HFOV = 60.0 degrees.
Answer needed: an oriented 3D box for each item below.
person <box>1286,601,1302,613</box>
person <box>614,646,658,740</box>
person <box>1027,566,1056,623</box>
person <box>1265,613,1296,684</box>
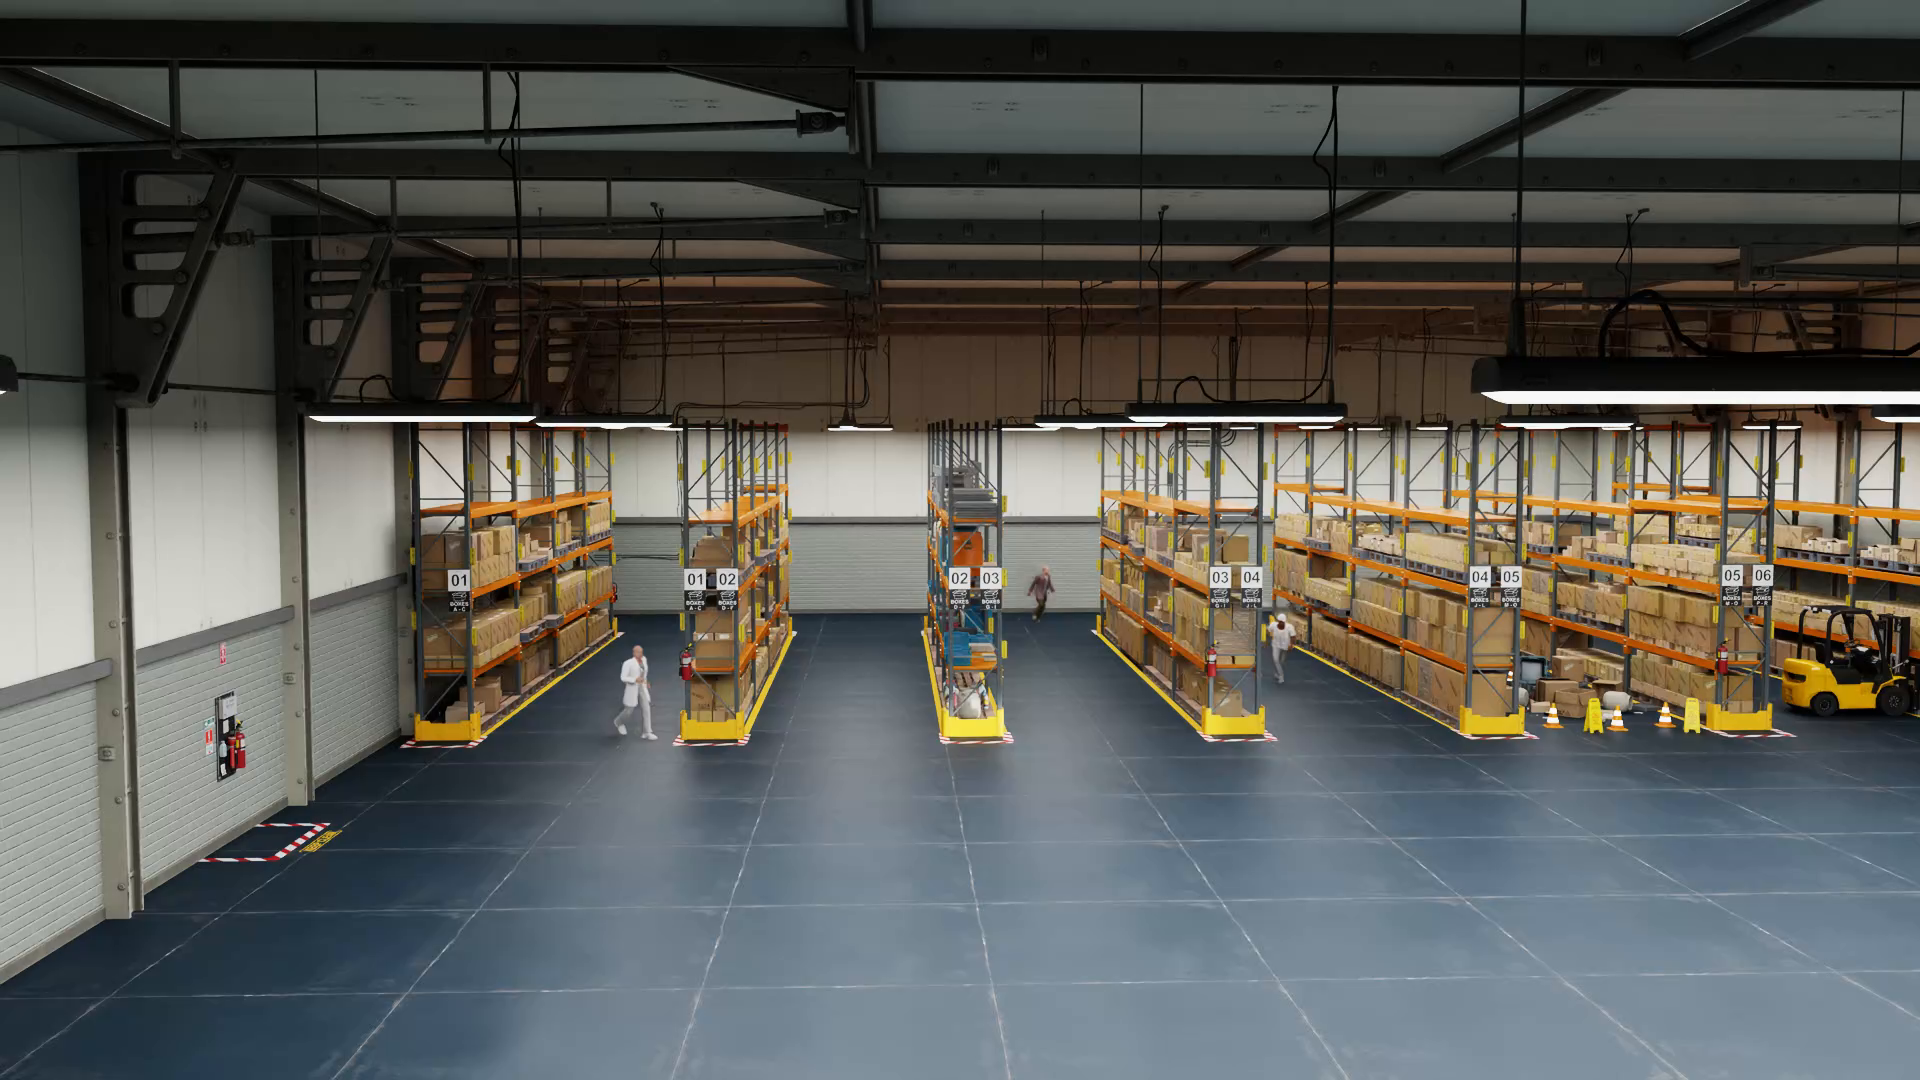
[{"bbox_3d":[9.874,1.781,48.988,0.827,1.607,0.549,-1,4,-10],"label":"person"},{"bbox_3d":[-6.087,2.826,31.034,0.682,1.741,1.131,-4,5,-44],"label":"person"},{"bbox_3d":[2.467,1.638,50.286,0.721,1.737,0.701,-3,5,-43],"label":"person"},{"bbox_3d":[7.376,2.457,38.300,0.707,1.623,1.107,1,4,9],"label":"person"}]
